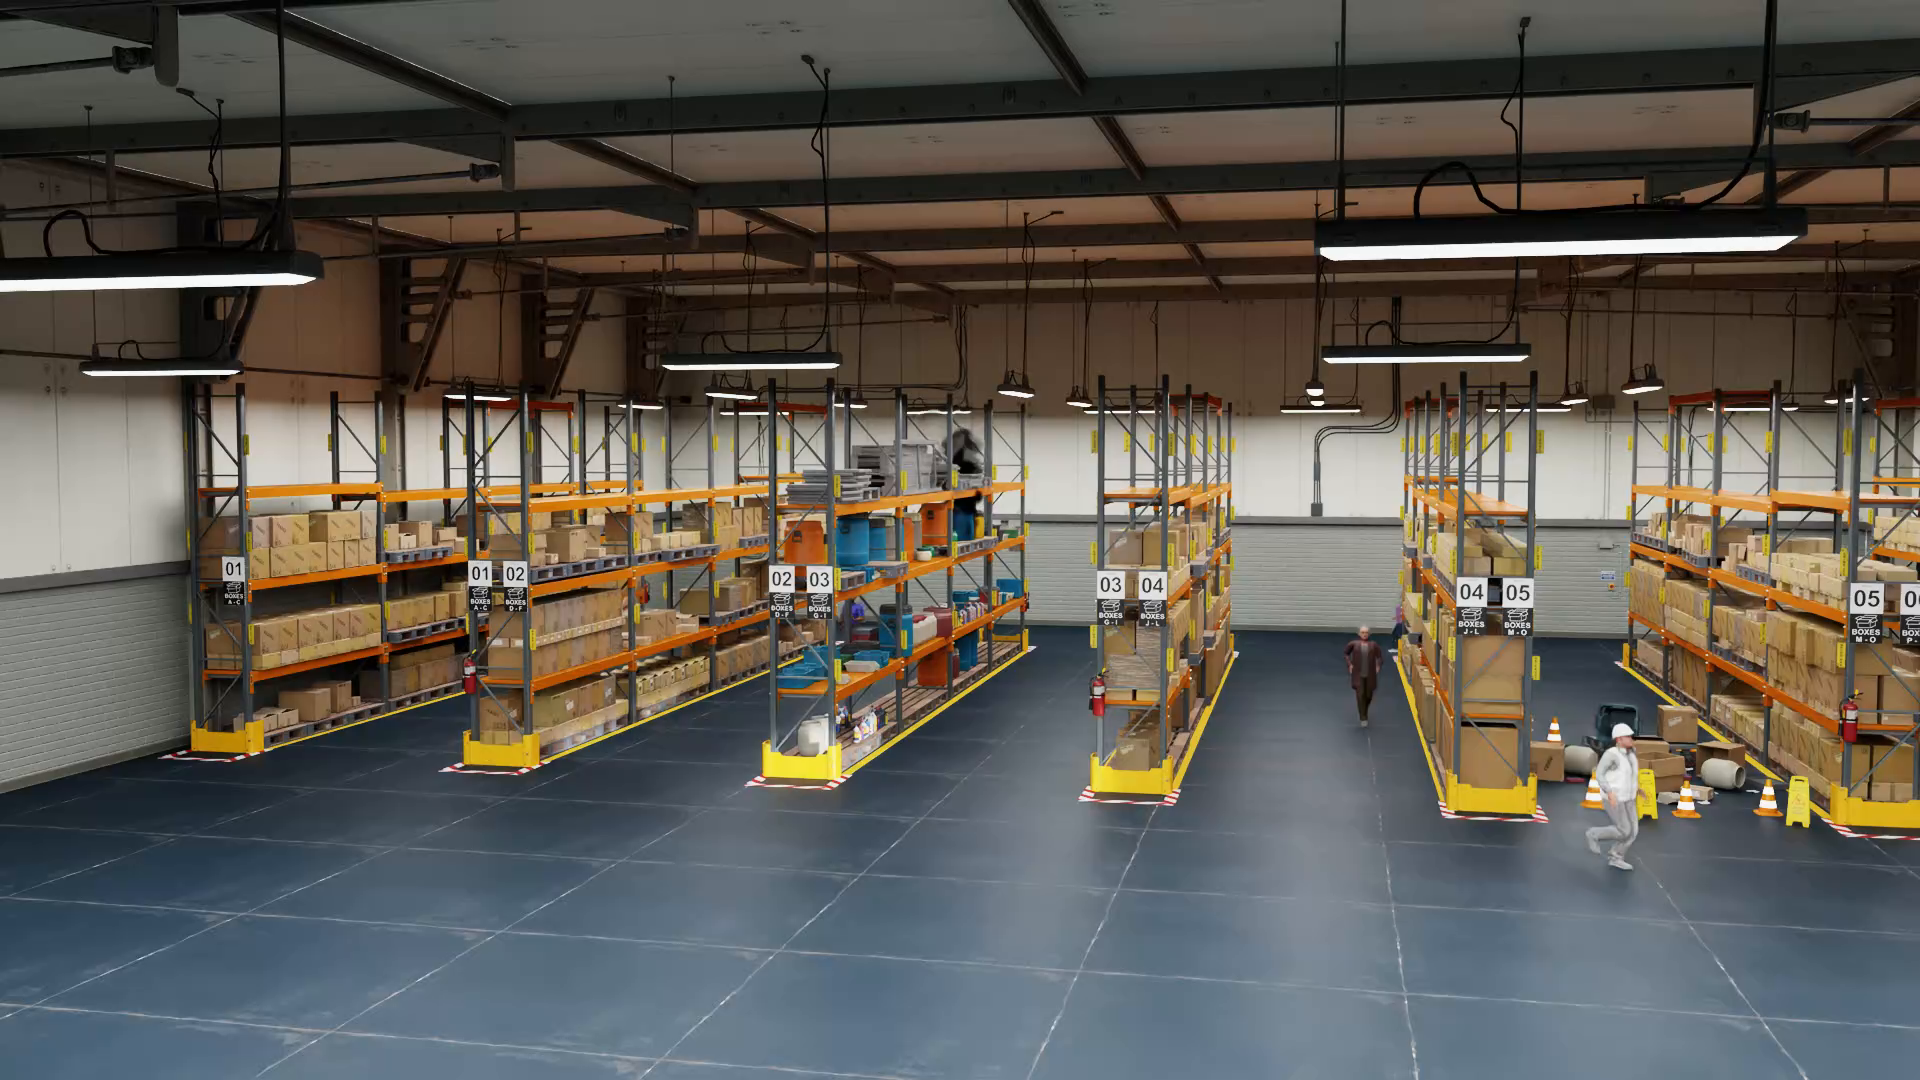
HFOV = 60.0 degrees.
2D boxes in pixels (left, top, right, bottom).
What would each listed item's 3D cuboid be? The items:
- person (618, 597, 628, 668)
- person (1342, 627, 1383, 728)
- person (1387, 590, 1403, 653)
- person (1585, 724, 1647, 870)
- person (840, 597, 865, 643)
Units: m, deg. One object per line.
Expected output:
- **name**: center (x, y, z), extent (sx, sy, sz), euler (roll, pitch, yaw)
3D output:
- **person**: center (-7.449, 2.081, 36.691), extent (0.550, 1.627, 0.558), euler (0, 3, -4)
- **person**: center (7.220, 2.433, 29.795), extent (0.711, 1.769, 0.900), euler (0, 3, 8)
- **person**: center (10.581, 1.960, 39.793), extent (0.743, 1.541, 0.571), euler (2, 4, 25)
- **person**: center (7.768, 3.023, 19.686), extent (0.648, 1.724, 0.616), euler (-2, 4, -33)
- **person**: center (-2.241, 1.917, 34.539), extent (0.577, 1.679, 0.839), euler (1, 3, 11)
